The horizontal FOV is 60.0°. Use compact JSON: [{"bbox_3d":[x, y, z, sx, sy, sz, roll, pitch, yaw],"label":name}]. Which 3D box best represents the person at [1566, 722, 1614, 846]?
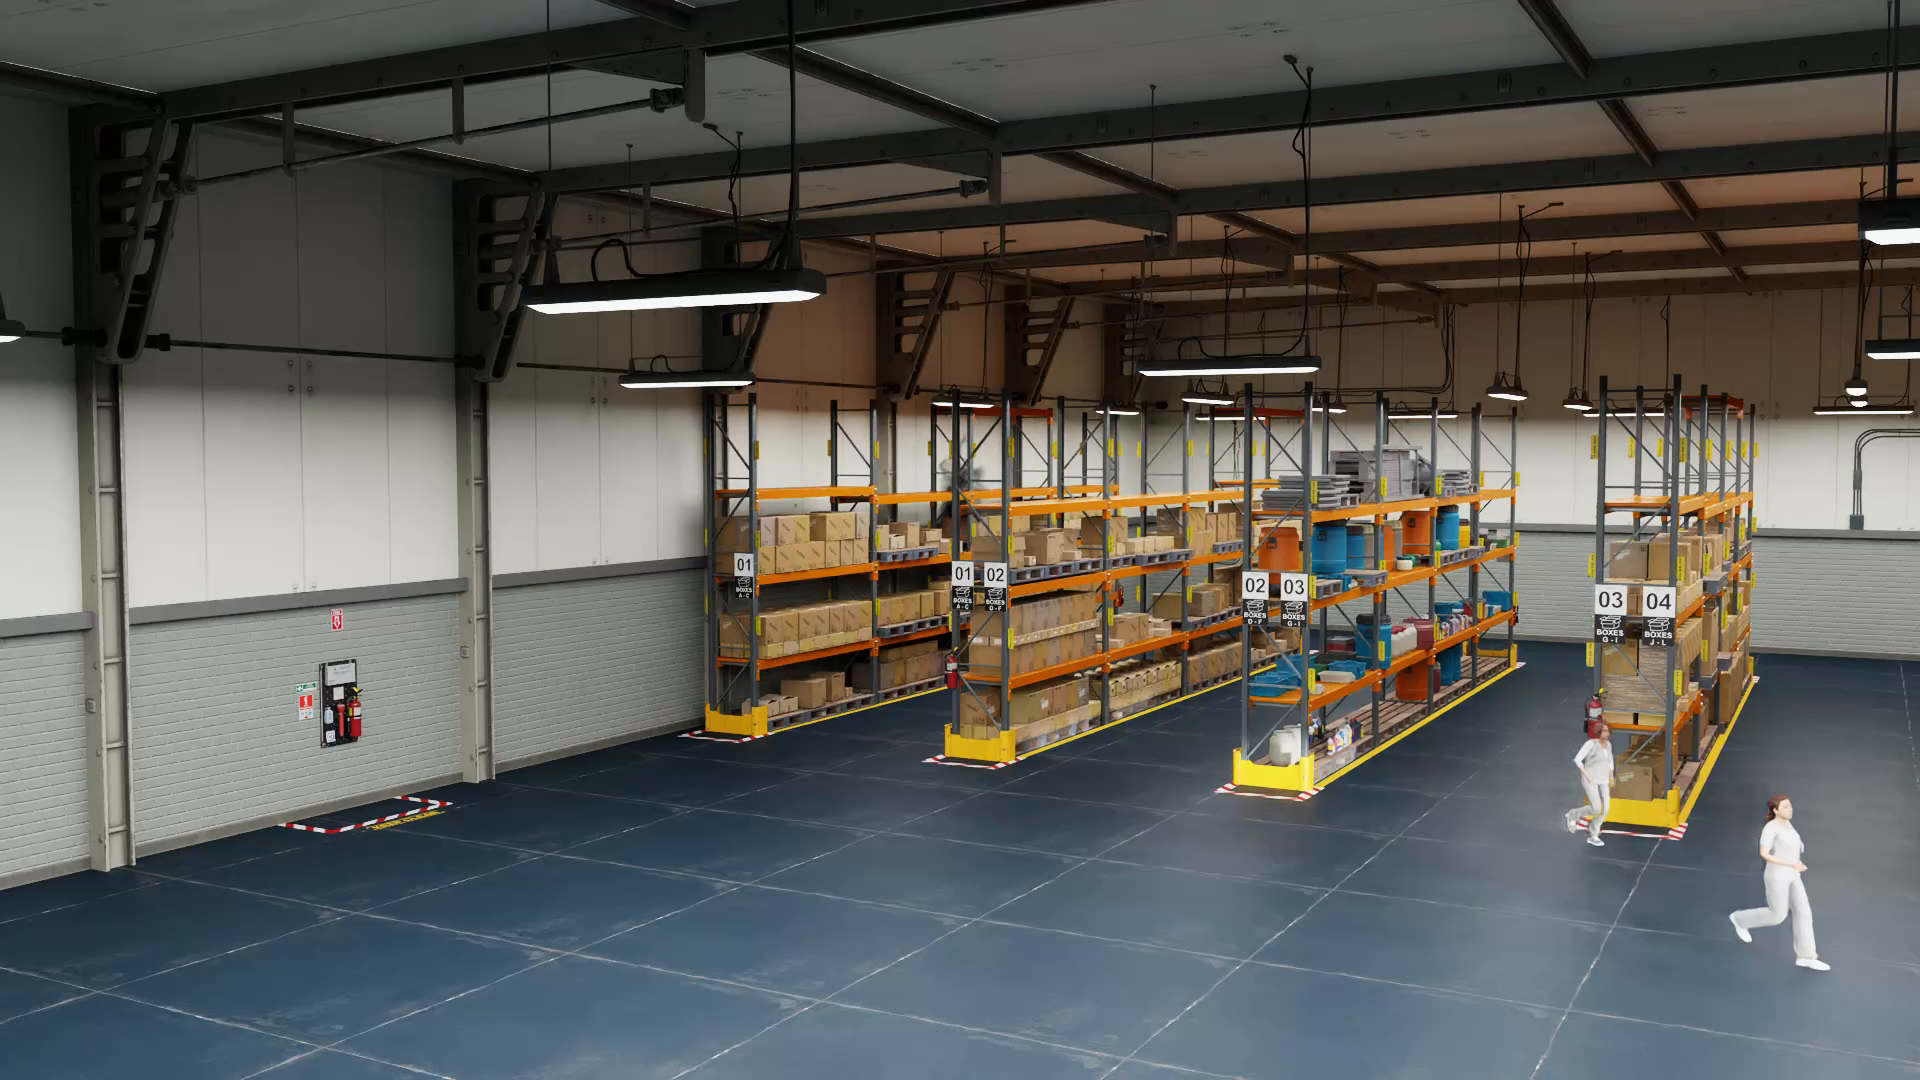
[{"bbox_3d":[8.061,3.082,21.227,0.566,1.561,0.549,-2,4,-31],"label":"person"}]

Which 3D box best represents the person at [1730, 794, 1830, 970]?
[{"bbox_3d":[8.031,3.295,16.232,0.584,1.633,0.970,-2,4,-33],"label":"person"}]
